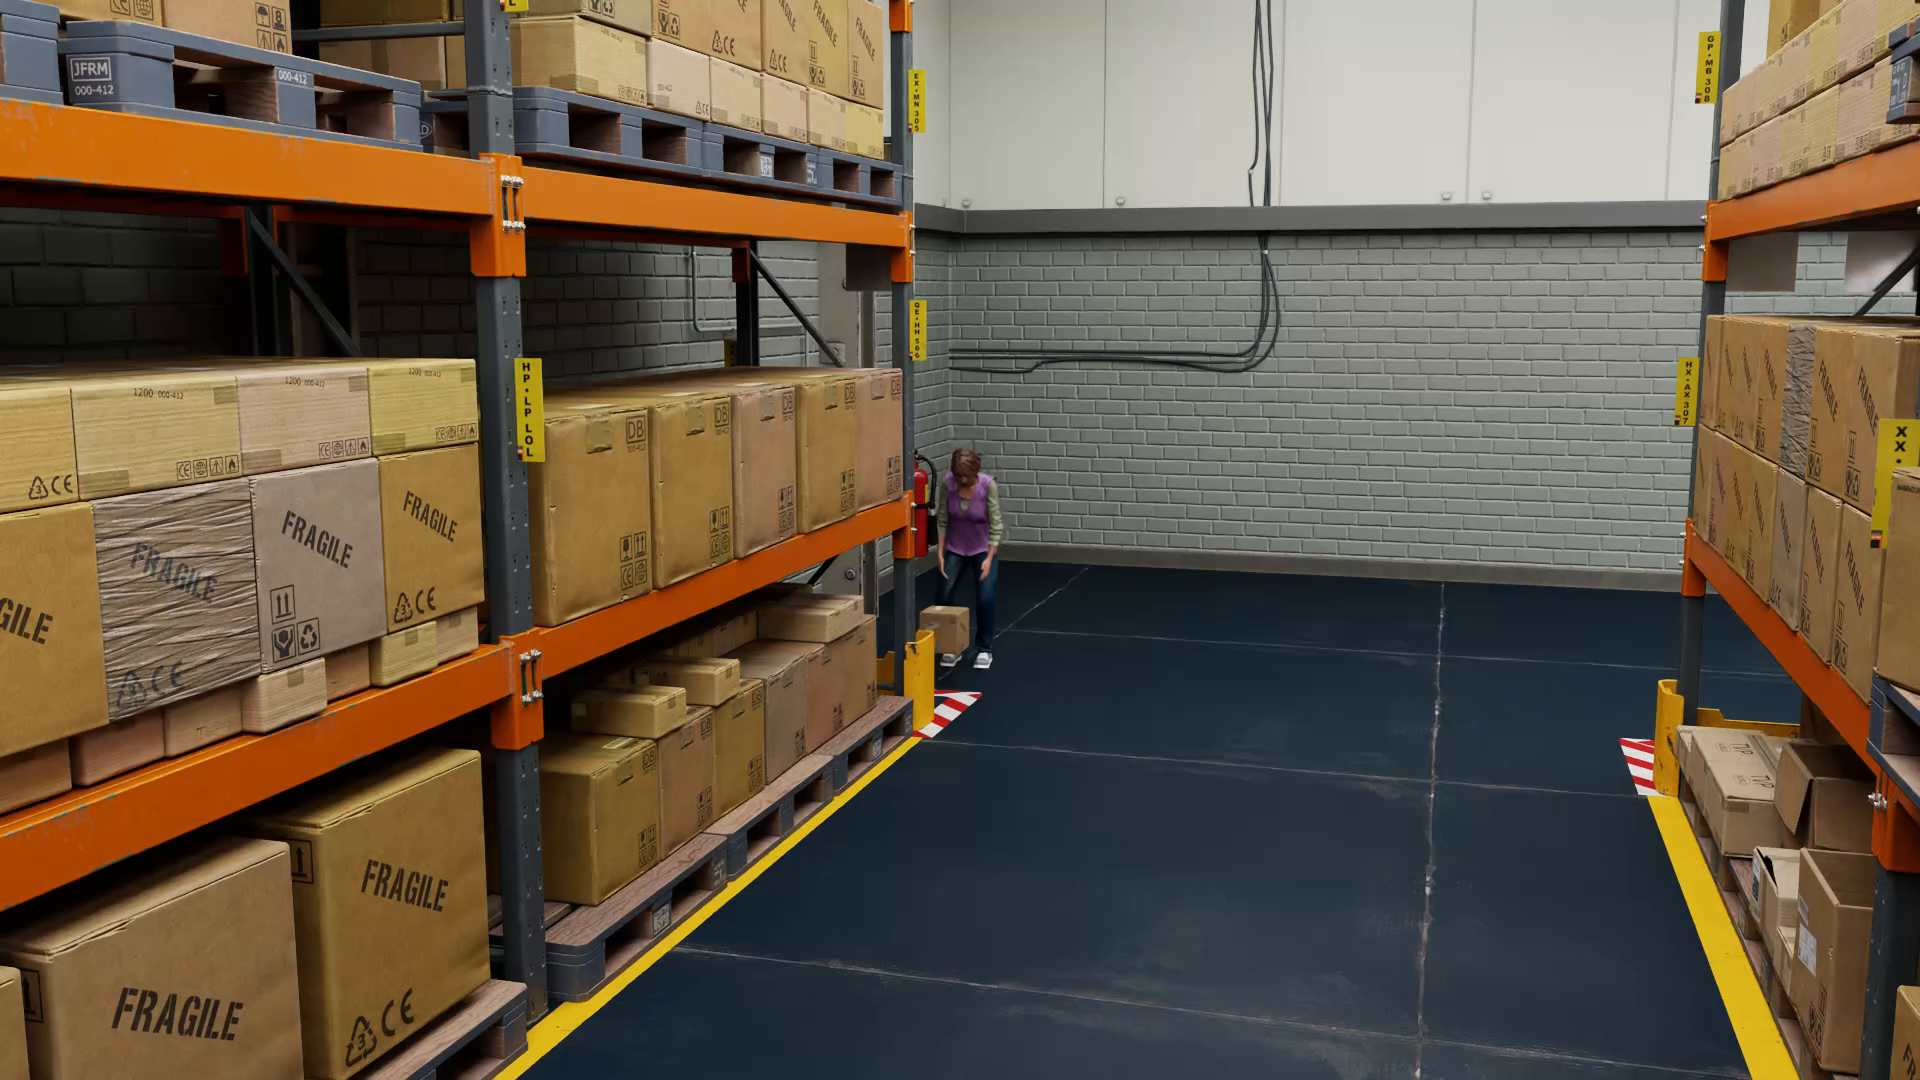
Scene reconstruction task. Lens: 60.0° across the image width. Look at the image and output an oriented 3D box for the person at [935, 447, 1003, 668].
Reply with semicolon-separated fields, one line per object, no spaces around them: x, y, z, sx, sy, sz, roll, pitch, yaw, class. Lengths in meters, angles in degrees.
0.071;0.110;10.696;0.454;1.444;0.540;3;9;17;person
